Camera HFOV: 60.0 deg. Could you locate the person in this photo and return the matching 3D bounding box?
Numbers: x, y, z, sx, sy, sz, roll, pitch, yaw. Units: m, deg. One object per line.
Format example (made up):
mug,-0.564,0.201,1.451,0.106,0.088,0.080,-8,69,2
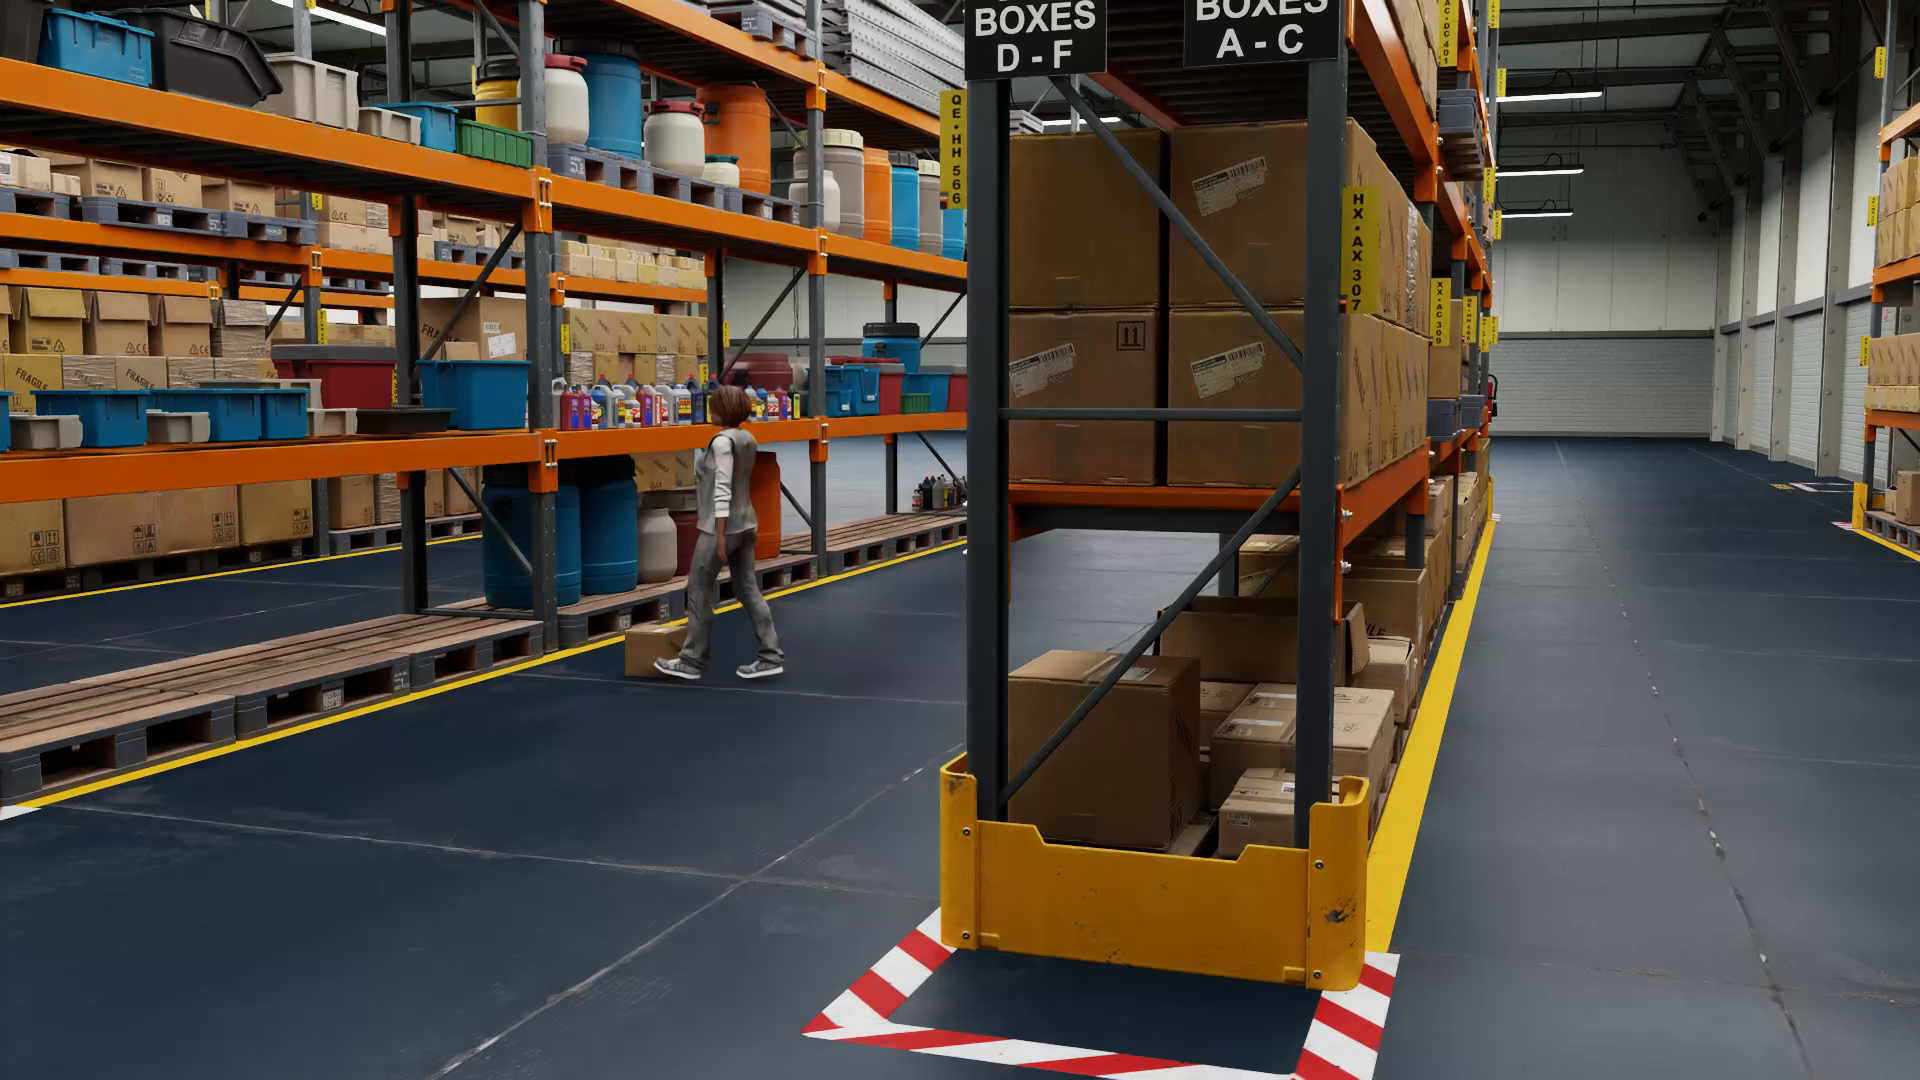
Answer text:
person,-1.291,-0.039,8.928,0.690,1.582,0.419,2,6,19
